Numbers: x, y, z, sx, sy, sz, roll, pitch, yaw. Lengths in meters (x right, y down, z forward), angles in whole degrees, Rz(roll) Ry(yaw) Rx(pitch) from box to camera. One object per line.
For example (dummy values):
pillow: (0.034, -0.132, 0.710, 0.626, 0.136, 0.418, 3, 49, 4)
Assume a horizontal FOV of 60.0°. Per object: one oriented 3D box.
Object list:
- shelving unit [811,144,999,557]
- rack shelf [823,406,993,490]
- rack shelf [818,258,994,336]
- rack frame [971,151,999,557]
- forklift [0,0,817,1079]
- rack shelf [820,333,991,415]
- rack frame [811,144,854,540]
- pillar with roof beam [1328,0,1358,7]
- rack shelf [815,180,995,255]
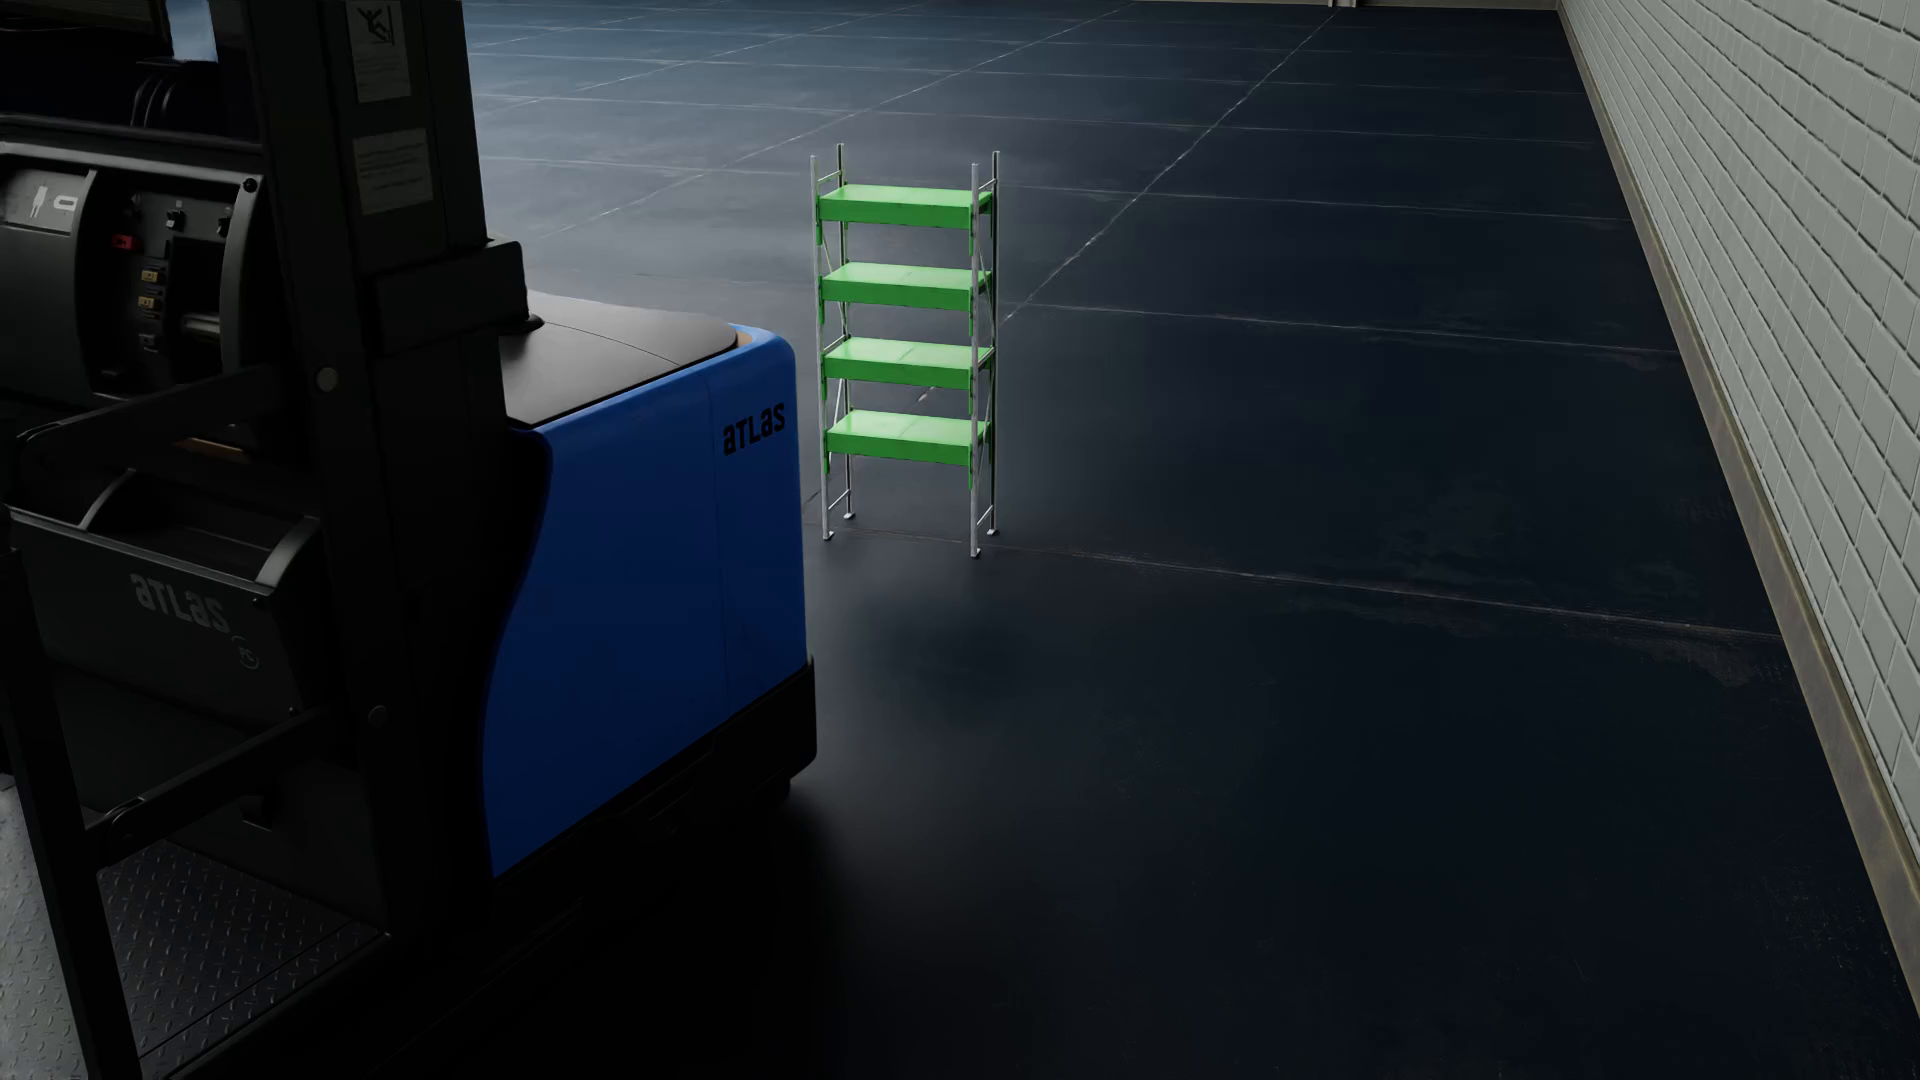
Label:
shelving unit: (-0.158, -0.573, 5.087, 0.503, 1.200, 0.258, 7, 23, 16)
rack shelf: (-0.158, -0.292, 5.202, 0.480, 0.148, 0.258, 7, 23, 16)
rack shelf: (-0.158, -0.736, 5.020, 0.480, 0.148, 0.258, 7, 23, 16)
rack frame: (0.075, -0.547, 5.021, 0.015, 1.200, 0.240, 7, 23, 16)
forklift: (-1.502, -0.408, 2.404, 1.130, 2.935, 3.031, 12, 25, 27)
rack shelf: (-0.158, -0.514, 5.111, 0.480, 0.148, 0.258, 7, 23, 16)
rack frame: (-0.392, -0.600, 5.152, 0.015, 1.200, 0.240, 7, 23, 16)
pillar with roof beam: (4.353, -10.403, 18.773, 0.400, 9.000, 9.100, 7, 23, 16)
rack shelf: (-0.158, -0.958, 4.929, 0.480, 0.148, 0.258, 7, 23, 16)
